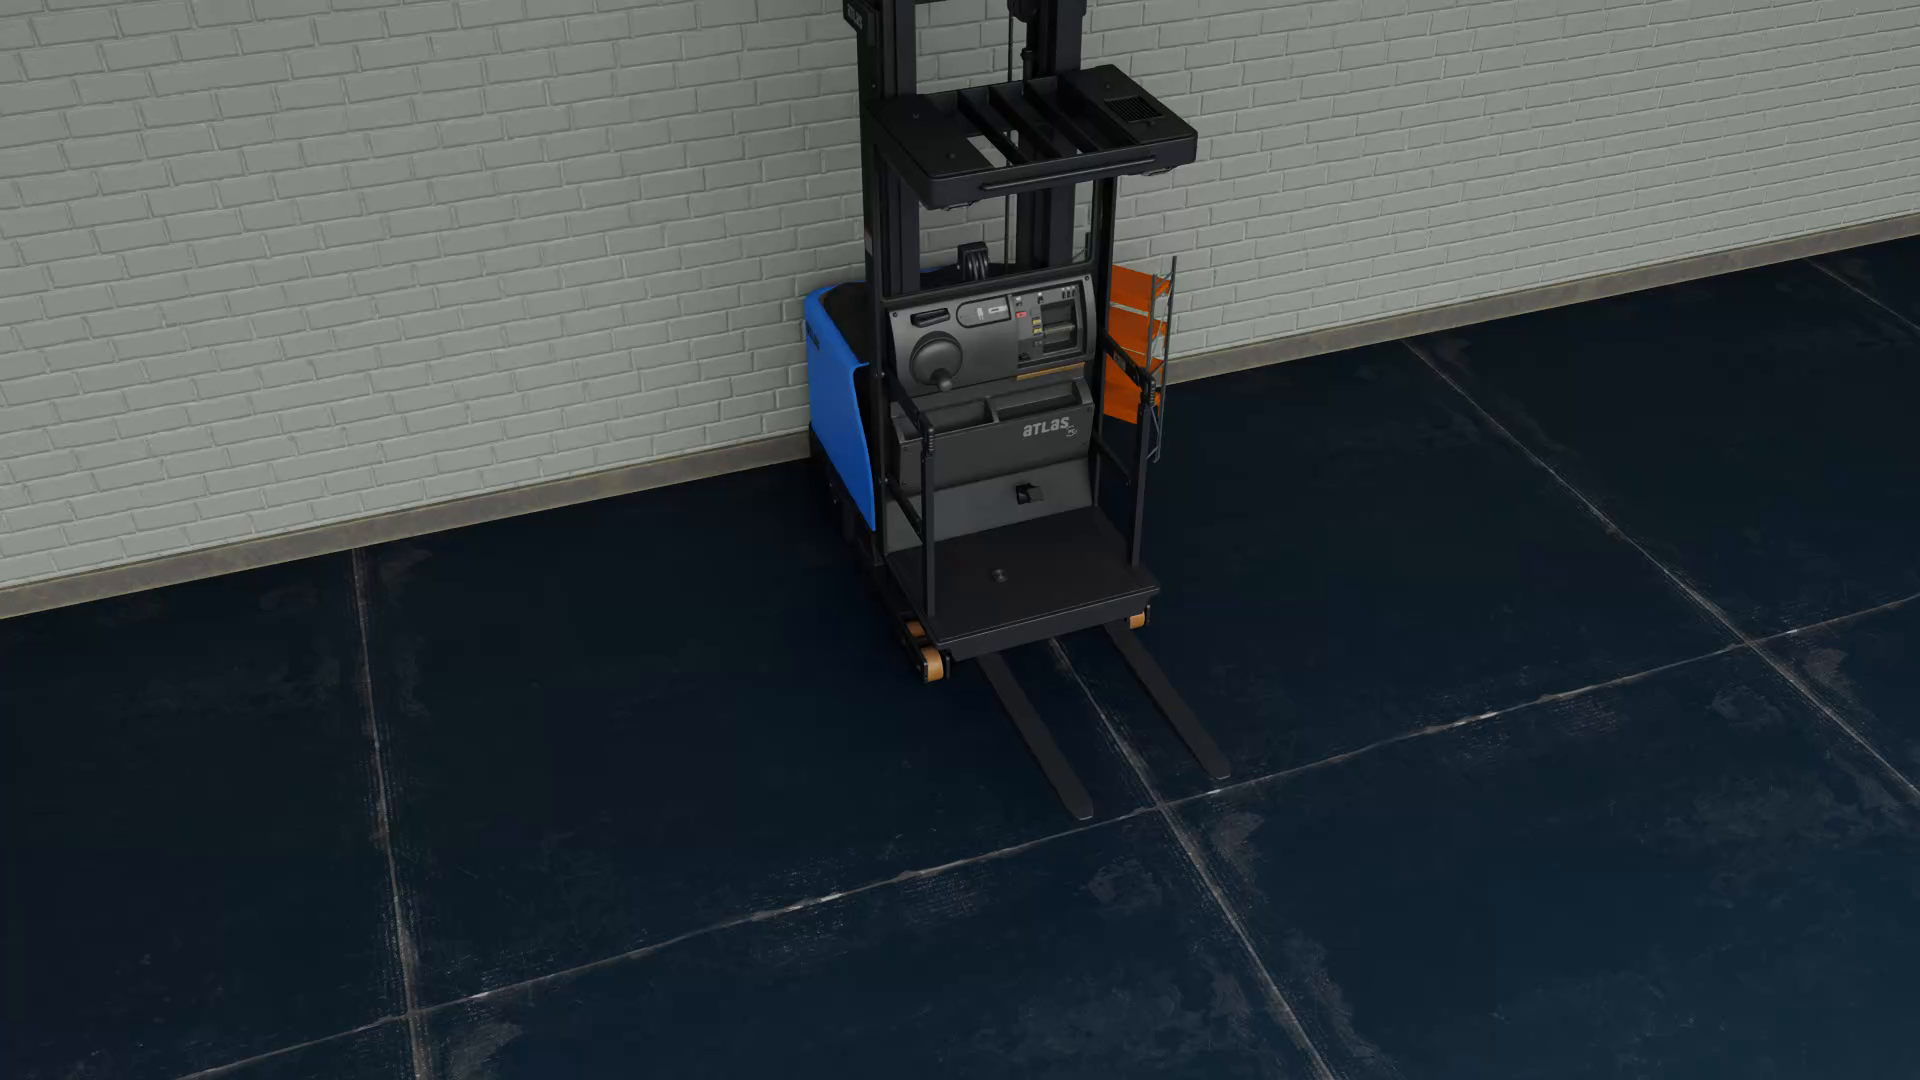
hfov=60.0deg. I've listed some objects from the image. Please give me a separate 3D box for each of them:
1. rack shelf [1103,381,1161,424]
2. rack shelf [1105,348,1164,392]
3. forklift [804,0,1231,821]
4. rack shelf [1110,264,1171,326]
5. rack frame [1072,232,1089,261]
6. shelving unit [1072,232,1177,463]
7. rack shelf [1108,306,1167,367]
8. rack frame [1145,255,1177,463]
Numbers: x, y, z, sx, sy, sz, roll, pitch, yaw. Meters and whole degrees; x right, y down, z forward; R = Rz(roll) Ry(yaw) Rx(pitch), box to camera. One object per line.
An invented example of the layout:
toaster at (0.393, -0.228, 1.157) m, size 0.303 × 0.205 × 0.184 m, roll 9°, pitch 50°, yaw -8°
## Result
rack shelf at (0.790, -0.723, 8.715) m, size 0.480 × 0.148 × 0.258 m, roll 20°, pitch 42°, yaw 25°
rack shelf at (0.790, -0.882, 8.595) m, size 0.480 × 0.148 × 0.258 m, roll 20°, pitch 42°, yaw 25°
forklift at (0.228, -0.821, 6.964) m, size 1.130 × 2.935 × 3.031 m, roll -13°, pitch 39°, yaw -17°
rack shelf at (0.790, -1.249, 8.319) m, size 0.480 × 0.148 × 0.258 m, roll 20°, pitch 42°, yaw 25°
rack frame at (0.582, -1.013, 8.658) m, size 0.015 × 1.200 × 0.240 m, roll 20°, pitch 42°, yaw 25°
shelving unit at (0.790, -0.935, 8.555) m, size 0.503 × 1.200 × 0.258 m, roll 20°, pitch 42°, yaw 25°
rack shelf at (0.790, -1.060, 8.461) m, size 0.480 × 0.148 × 0.258 m, roll 20°, pitch 42°, yaw 25°
rack frame at (0.997, -0.858, 8.452) m, size 0.015 × 1.200 × 0.240 m, roll 20°, pitch 42°, yaw 25°
